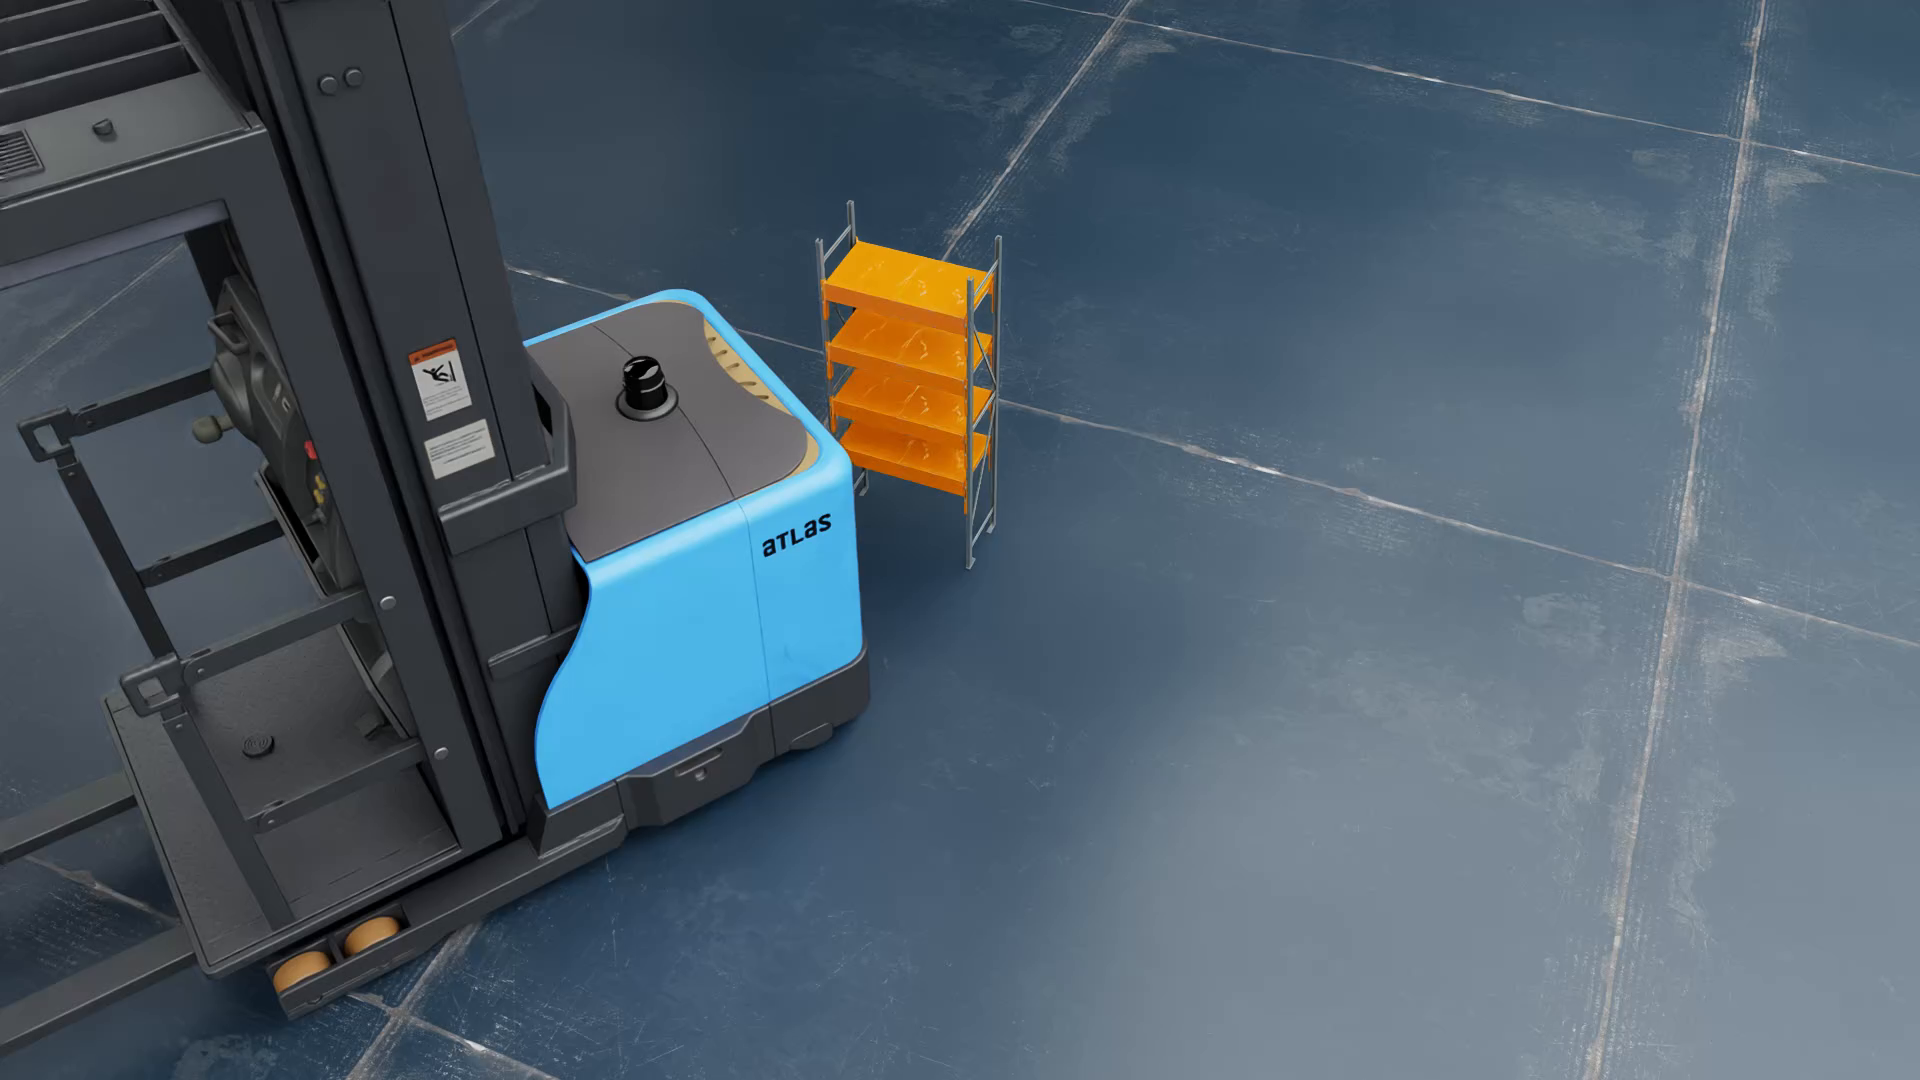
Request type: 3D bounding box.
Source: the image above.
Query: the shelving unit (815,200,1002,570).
[{"bbox_3d":[-0.153,-0.470,5.372,0.503,1.200,0.258,16,47,16],"label":"shelving unit"}]

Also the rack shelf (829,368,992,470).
[{"bbox_3d":[-0.153,-0.423,5.419,0.480,0.148,0.258,16,47,16],"label":"rack shelf"}]

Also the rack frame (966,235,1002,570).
[{"bbox_3d":[0.072,-0.404,5.305,0.015,1.200,0.240,16,47,16],"label":"rack frame"}]

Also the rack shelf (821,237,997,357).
[{"bbox_3d":[-0.153,-0.749,5.095,0.480,0.148,0.258,16,47,16],"label":"rack shelf"}]

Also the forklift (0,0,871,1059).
[{"bbox_3d":[-1.788,-0.201,3.874,3.031,2.935,1.130,-25,50,-23],"label":"forklift"}]

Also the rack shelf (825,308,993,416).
[{"bbox_3d":[-0.153,-0.581,5.262,0.480,0.148,0.258,16,47,16],"label":"rack shelf"}]

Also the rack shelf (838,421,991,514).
[{"bbox_3d":[-0.153,-0.282,5.559,0.480,0.148,0.258,16,47,16],"label":"rack shelf"}]

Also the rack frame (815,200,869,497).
[{"bbox_3d":[-0.378,-0.537,5.439,0.015,1.200,0.240,16,47,16],"label":"rack frame"}]
